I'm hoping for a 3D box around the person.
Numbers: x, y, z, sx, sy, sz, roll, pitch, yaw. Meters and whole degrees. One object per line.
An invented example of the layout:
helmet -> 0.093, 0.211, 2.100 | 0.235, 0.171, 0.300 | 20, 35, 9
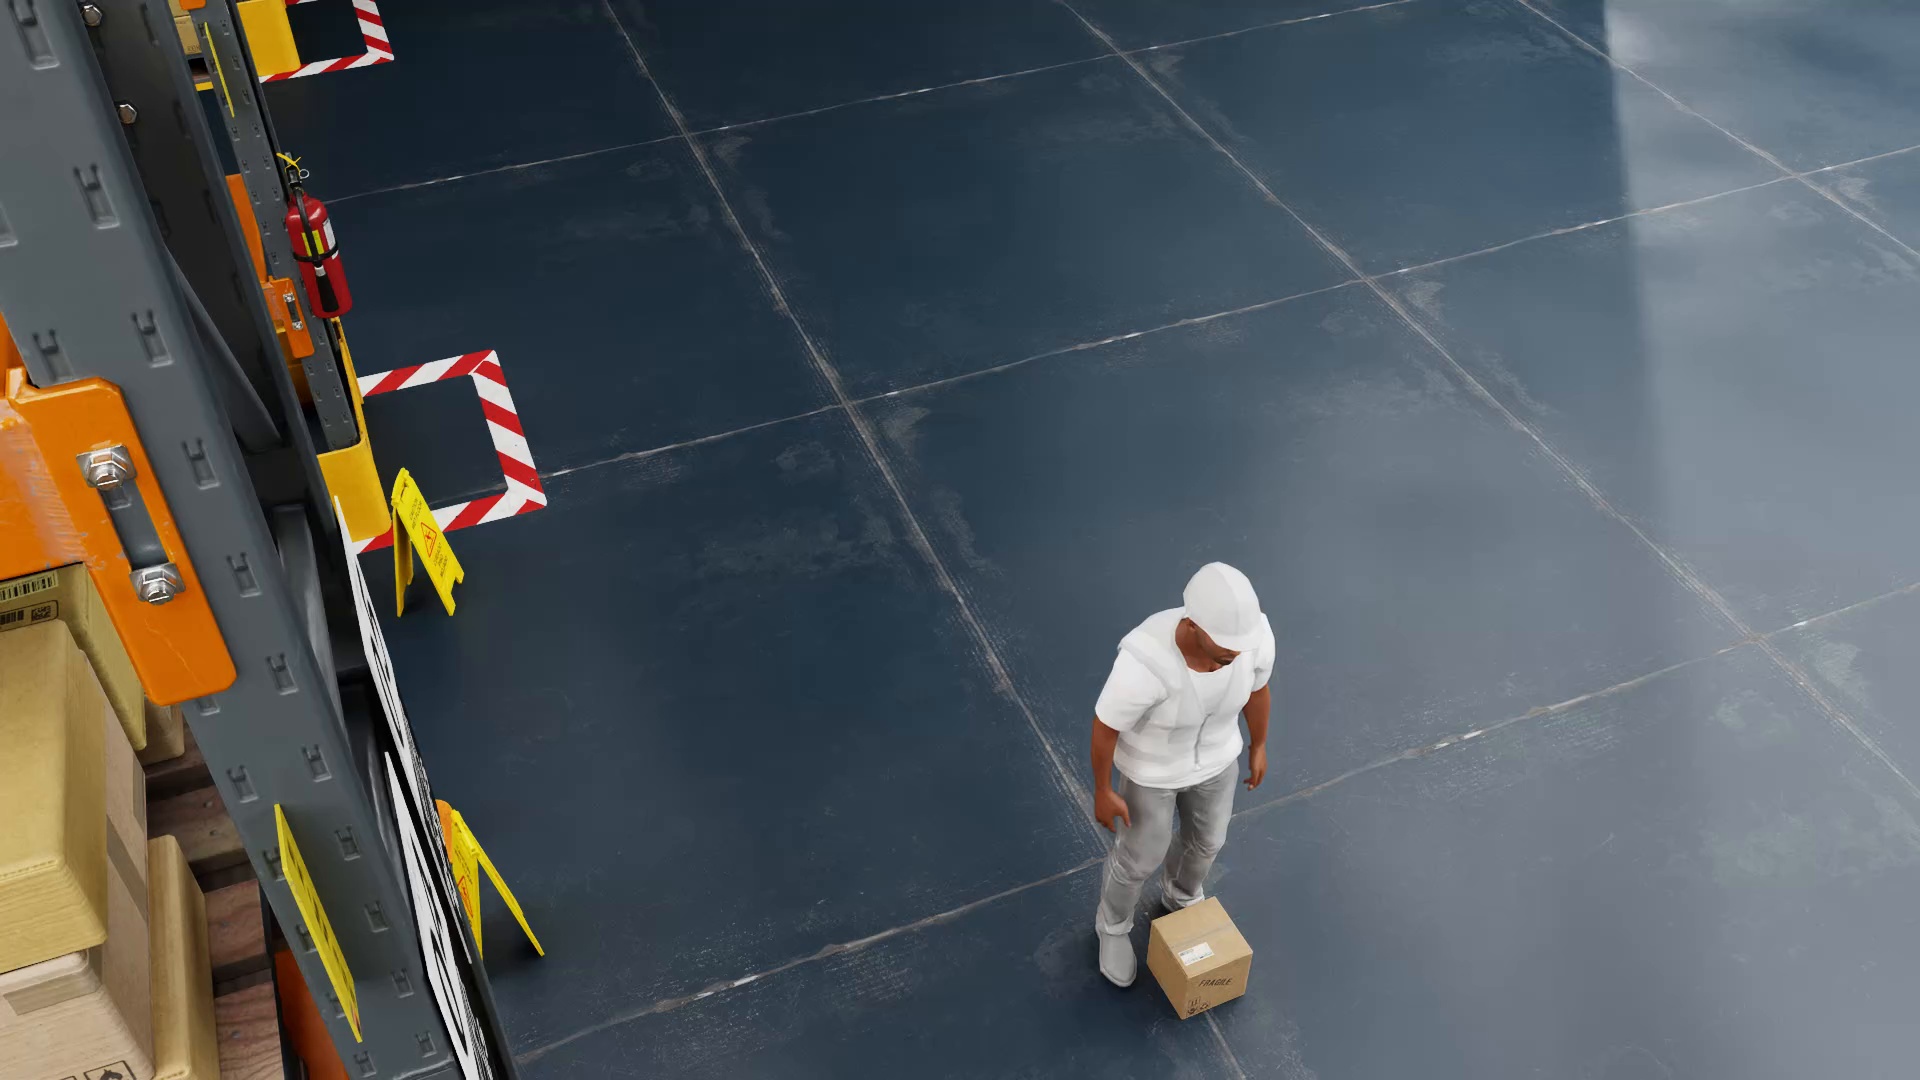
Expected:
person -> 0.711, 0.725, 5.326 | 0.628, 1.761, 0.458 | -15, 44, -16
